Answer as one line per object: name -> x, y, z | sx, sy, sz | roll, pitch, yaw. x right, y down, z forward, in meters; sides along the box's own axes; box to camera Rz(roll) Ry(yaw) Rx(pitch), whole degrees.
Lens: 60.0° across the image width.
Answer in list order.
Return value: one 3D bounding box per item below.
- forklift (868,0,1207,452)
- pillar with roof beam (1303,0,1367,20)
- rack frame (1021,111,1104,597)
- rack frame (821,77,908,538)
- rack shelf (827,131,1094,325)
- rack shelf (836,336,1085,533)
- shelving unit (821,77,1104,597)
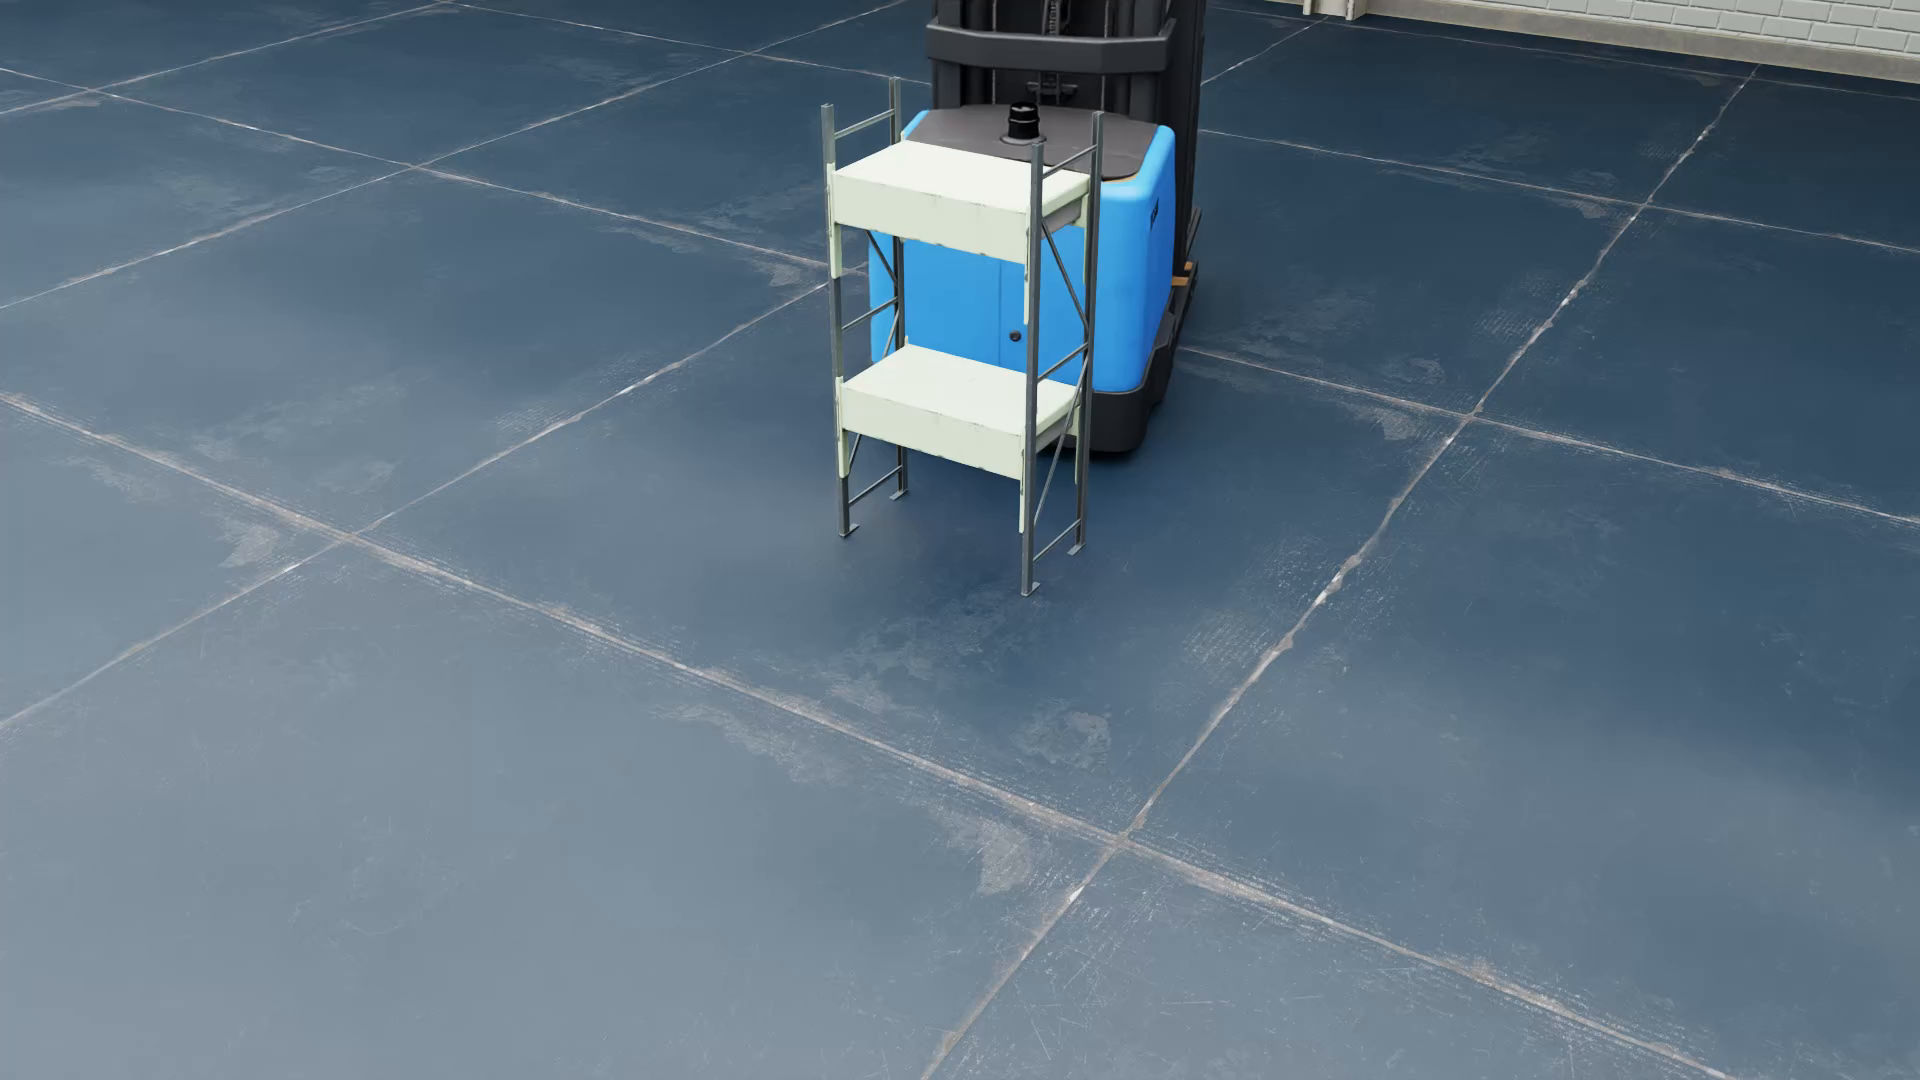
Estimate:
forklift -> 0.481, -2.320, 6.819 | 1.130, 2.935, 3.031 | 7, 31, 11
pillar with roof beam -> 0.548, -6.038, 7.170 | 0.400, 9.000, 9.100 | 18, 35, 27
rack frame -> 0.316, -0.548, 5.201 | 0.023, 1.500, 0.400 | 18, 35, 27
rack frame -> -0.304, -0.744, 5.537 | 0.023, 1.500, 0.400 | 18, 35, 27
rack shelf -> 0.006, -0.983, 5.172 | 0.720, 0.370, 0.431 | 18, 35, 27
rack shelf -> 0.006, -0.364, 5.533 | 0.720, 0.370, 0.431 | 18, 35, 27
shelving unit -> 0.006, -0.646, 5.369 | 0.755, 1.500, 0.431 | 18, 35, 27
